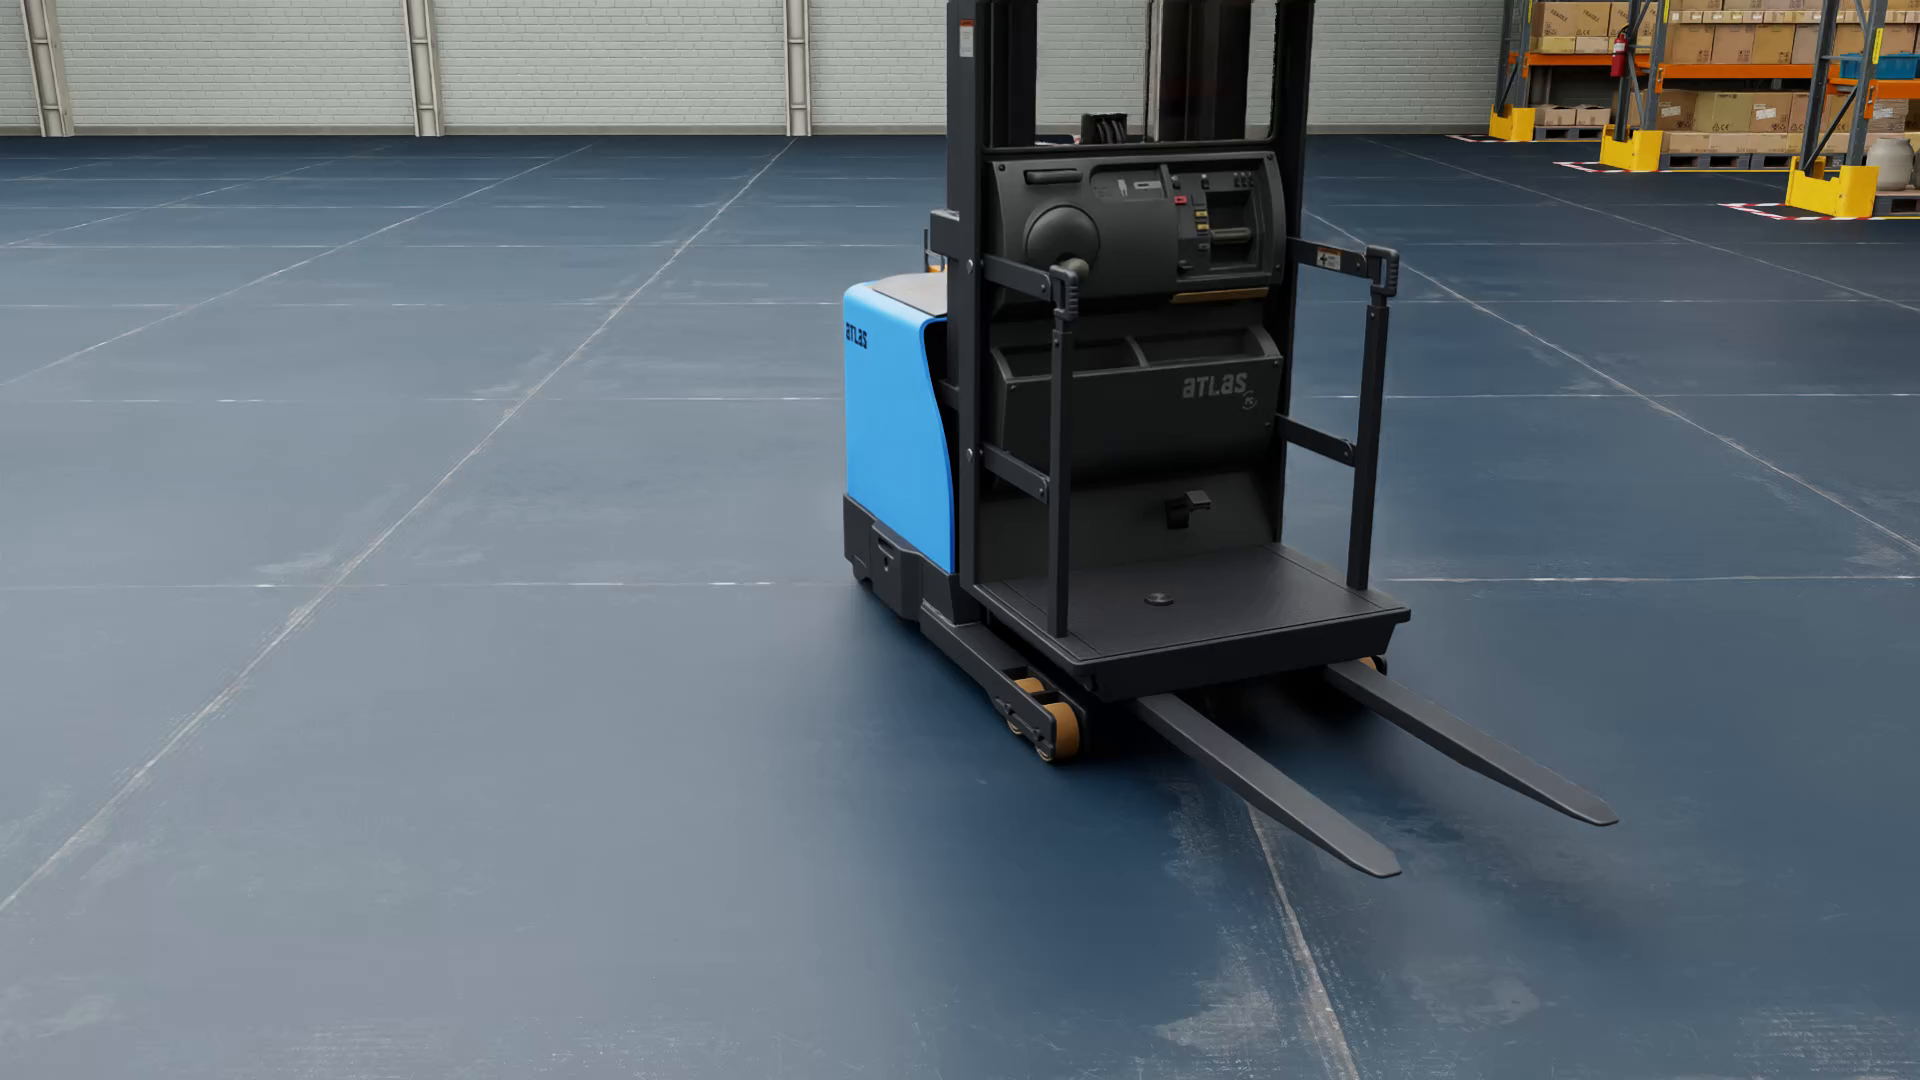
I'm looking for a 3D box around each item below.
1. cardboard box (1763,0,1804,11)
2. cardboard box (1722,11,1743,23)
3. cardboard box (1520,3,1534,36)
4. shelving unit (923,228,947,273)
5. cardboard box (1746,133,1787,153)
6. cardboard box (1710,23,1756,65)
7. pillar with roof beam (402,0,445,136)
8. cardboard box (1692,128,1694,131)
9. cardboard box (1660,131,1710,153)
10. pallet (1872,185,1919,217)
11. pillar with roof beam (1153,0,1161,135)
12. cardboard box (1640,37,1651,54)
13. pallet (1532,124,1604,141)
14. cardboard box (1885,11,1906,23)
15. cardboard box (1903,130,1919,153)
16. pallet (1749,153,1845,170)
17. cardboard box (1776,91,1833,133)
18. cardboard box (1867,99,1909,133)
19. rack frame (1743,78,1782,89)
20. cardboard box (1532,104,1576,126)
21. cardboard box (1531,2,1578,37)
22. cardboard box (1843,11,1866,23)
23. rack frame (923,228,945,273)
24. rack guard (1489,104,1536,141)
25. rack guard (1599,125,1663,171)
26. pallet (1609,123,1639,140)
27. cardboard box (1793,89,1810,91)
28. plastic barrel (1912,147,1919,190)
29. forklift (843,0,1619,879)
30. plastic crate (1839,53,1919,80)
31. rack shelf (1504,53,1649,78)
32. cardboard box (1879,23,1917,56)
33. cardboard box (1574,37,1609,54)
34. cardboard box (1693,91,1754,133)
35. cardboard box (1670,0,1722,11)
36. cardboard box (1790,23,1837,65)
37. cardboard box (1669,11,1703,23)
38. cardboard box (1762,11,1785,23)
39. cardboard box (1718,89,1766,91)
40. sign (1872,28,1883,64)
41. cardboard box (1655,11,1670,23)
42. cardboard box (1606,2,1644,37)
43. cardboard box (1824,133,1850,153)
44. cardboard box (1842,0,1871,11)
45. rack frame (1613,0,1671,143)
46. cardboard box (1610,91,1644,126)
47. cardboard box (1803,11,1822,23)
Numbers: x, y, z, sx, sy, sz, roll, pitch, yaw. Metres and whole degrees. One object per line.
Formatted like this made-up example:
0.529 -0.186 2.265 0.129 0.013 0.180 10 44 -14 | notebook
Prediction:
10.324 -6.987 21.132 0.500 0.500 0.700 0 18 -1 | cardboard box
9.684 -6.612 21.023 0.250 0.149 0.380 0 18 -1 | cardboard box
9.160 -8.192 26.159 0.500 0.500 0.500 0 18 -1 | cardboard box
0.134 -0.598 6.448 0.503 1.200 0.258 -6 19 -17 | shelving unit
10.314 -5.148 21.498 0.500 0.250 0.500 0 18 -1 | cardboard box
9.766 -6.367 21.320 0.500 0.500 0.700 0 18 1 | cardboard box
-8.551 -9.552 21.593 0.400 9.000 9.100 0 18 -1 | pillar with roof beam
9.806 -5.306 21.992 0.500 0.250 0.500 0 18 -1 | cardboard box
9.314 -5.142 21.480 0.500 0.250 0.500 0 18 -1 | cardboard box
9.737 -3.493 17.091 1.213 0.211 1.003 0 18 -1 | pallet
3.448 -9.610 21.773 0.400 9.000 9.100 0 18 -1 | pillar with roof beam
10.719 -7.682 25.798 0.500 0.250 0.500 0 18 0 | cardboard box
9.581 -6.495 26.450 1.213 0.211 1.003 0 18 -1 | pallet
11.734 -6.622 21.053 0.250 0.149 0.380 0 18 -1 | cardboard box
12.314 -5.158 21.529 0.500 0.250 0.500 0 18 -1 | cardboard box
10.755 -5.010 21.821 1.213 0.211 1.003 0 18 -1 | pallet
10.814 -5.505 21.386 0.500 0.500 0.500 0 18 -1 | cardboard box
11.814 -5.516 21.418 0.500 0.500 0.500 0 18 -1 | cardboard box
12.692 -7.849 26.104 0.127 3.000 1.000 0 18 -1 | rack frame
9.386 -6.735 26.312 0.500 0.311 0.500 -2 18 -7 | cardboard box
9.175 -8.035 25.671 0.500 0.500 0.500 0 18 -1 | cardboard box
11.236 -6.620 21.048 0.250 0.149 0.380 0 18 1 | cardboard box
-0.098 -0.576 6.377 0.015 1.200 0.240 -6 19 -17 | rack frame
8.769 -6.640 26.427 0.348 0.500 1.175 0 18 -1 | rack guard
8.750 -5.126 21.709 0.348 0.500 1.175 0 18 -1 | rack guard
10.798 -6.500 26.465 1.213 0.211 1.003 0 18 -1 | pallet
11.305 -5.672 21.905 0.500 0.500 0.500 0 18 -1 | cardboard box
10.007 -3.848 17.018 0.421 0.512 0.421 0 18 0 | plastic barrel
0.616 -0.926 4.637 1.130 2.935 3.031 -7 19 -22 | forklift
9.345 -4.827 16.927 0.616 0.251 0.499 0 18 -1 | plastic crate
10.692 -7.497 26.184 4.000 0.370 1.077 0 18 -1 | rack shelf
11.803 -6.375 21.346 0.500 0.500 0.700 0 18 -1 | cardboard box
9.704 -7.680 25.791 0.500 0.250 0.500 -1 18 -3 | cardboard box
9.814 -5.502 21.375 0.500 0.500 0.500 0 18 -1 | cardboard box
9.294 -6.981 21.110 0.500 0.500 0.700 0 18 -1 | cardboard box
10.789 -6.371 21.333 0.500 0.500 0.700 0 18 1 | cardboard box
9.170 -6.609 21.014 0.250 0.149 0.380 0 18 -1 | cardboard box
10.202 -6.615 21.032 0.250 0.149 0.380 -1 18 -3 | cardboard box
10.306 -5.667 21.890 0.500 0.500 0.500 0 18 -1 | cardboard box
8.853 -4.768 16.046 0.005 0.325 0.100 0 18 -1 | sign
9.154 -6.733 21.401 0.250 0.149 0.380 -1 18 -2 | cardboard box
10.186 -8.035 25.670 0.500 0.500 0.500 -1 18 -3 | cardboard box
11.314 -5.151 21.509 0.500 0.250 0.500 0 18 -1 | cardboard box
11.324 -6.992 21.146 0.500 0.500 0.700 0 18 -1 | cardboard box
8.774 -6.317 21.328 0.127 3.000 1.000 0 18 -1 | rack frame
10.690 -6.816 26.256 0.500 0.500 0.700 -1 18 -4 | cardboard box
10.707 -6.616 21.037 0.250 0.149 0.380 0 18 0 | cardboard box
